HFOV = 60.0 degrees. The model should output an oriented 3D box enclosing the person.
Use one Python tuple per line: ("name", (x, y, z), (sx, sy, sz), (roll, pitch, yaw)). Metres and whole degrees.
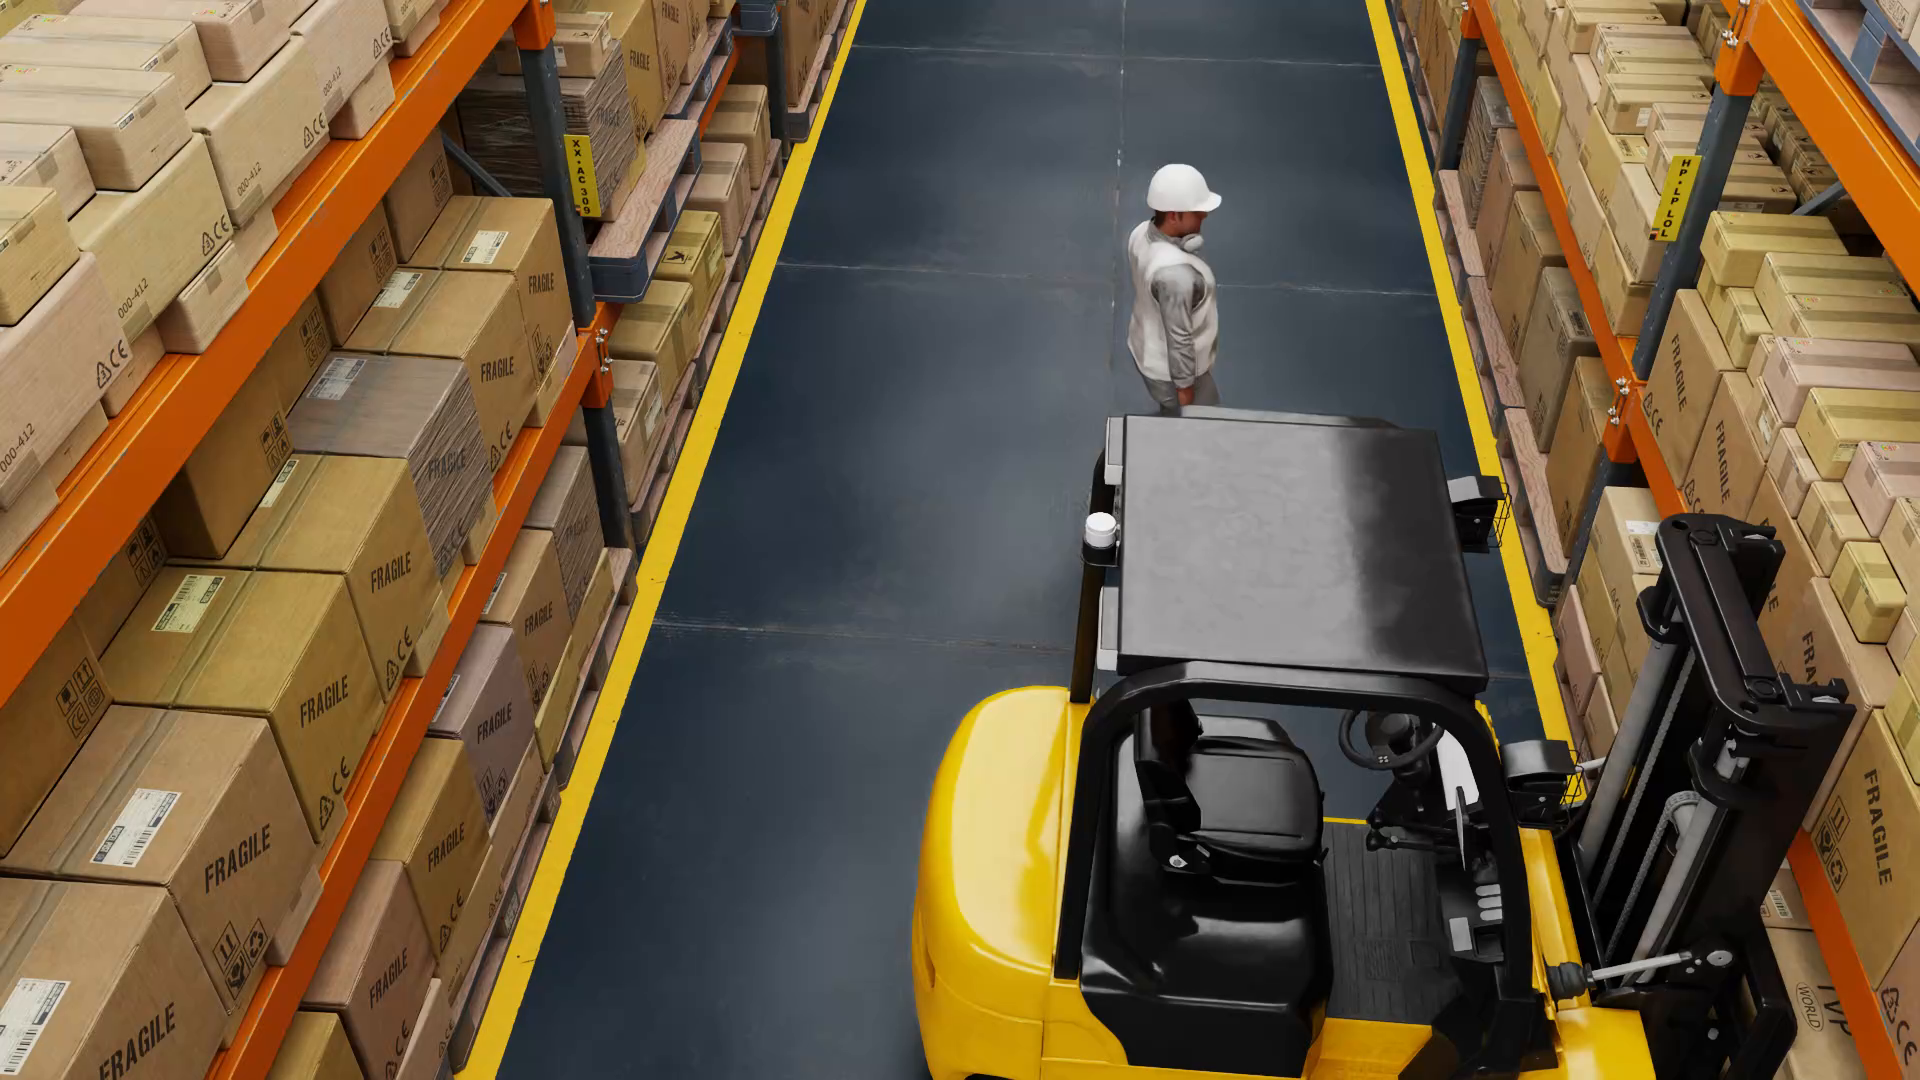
("person", (0.970, -0.793, 7.090), (0.647, 1.762, 0.577), (-7, 40, -8))
